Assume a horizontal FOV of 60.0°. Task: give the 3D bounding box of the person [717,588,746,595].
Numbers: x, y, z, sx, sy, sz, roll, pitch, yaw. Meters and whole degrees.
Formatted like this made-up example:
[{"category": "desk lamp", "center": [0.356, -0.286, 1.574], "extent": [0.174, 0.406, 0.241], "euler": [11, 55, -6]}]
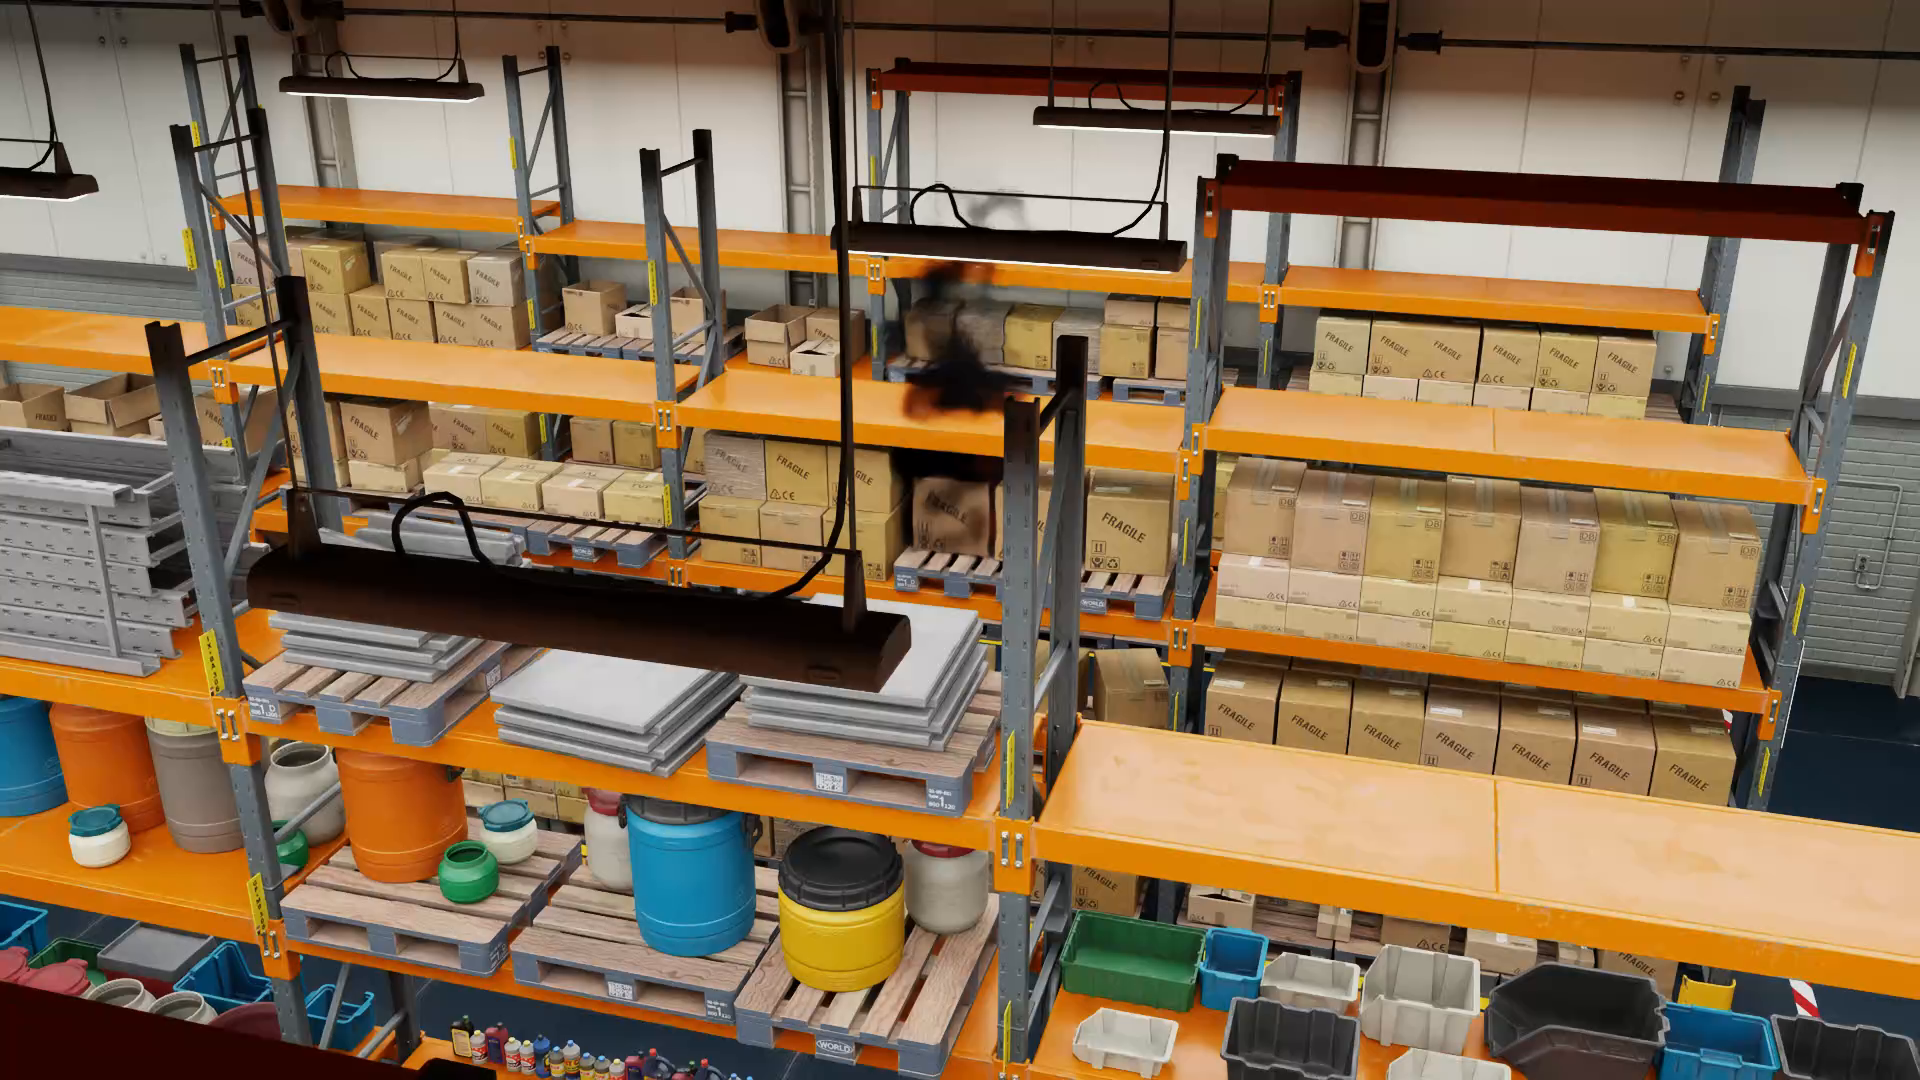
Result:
[{"category": "person", "center": [-2.317, 0.930, 16.458], "extent": [0.576, 1.596, 0.570], "euler": [3, 23, 8]}]
